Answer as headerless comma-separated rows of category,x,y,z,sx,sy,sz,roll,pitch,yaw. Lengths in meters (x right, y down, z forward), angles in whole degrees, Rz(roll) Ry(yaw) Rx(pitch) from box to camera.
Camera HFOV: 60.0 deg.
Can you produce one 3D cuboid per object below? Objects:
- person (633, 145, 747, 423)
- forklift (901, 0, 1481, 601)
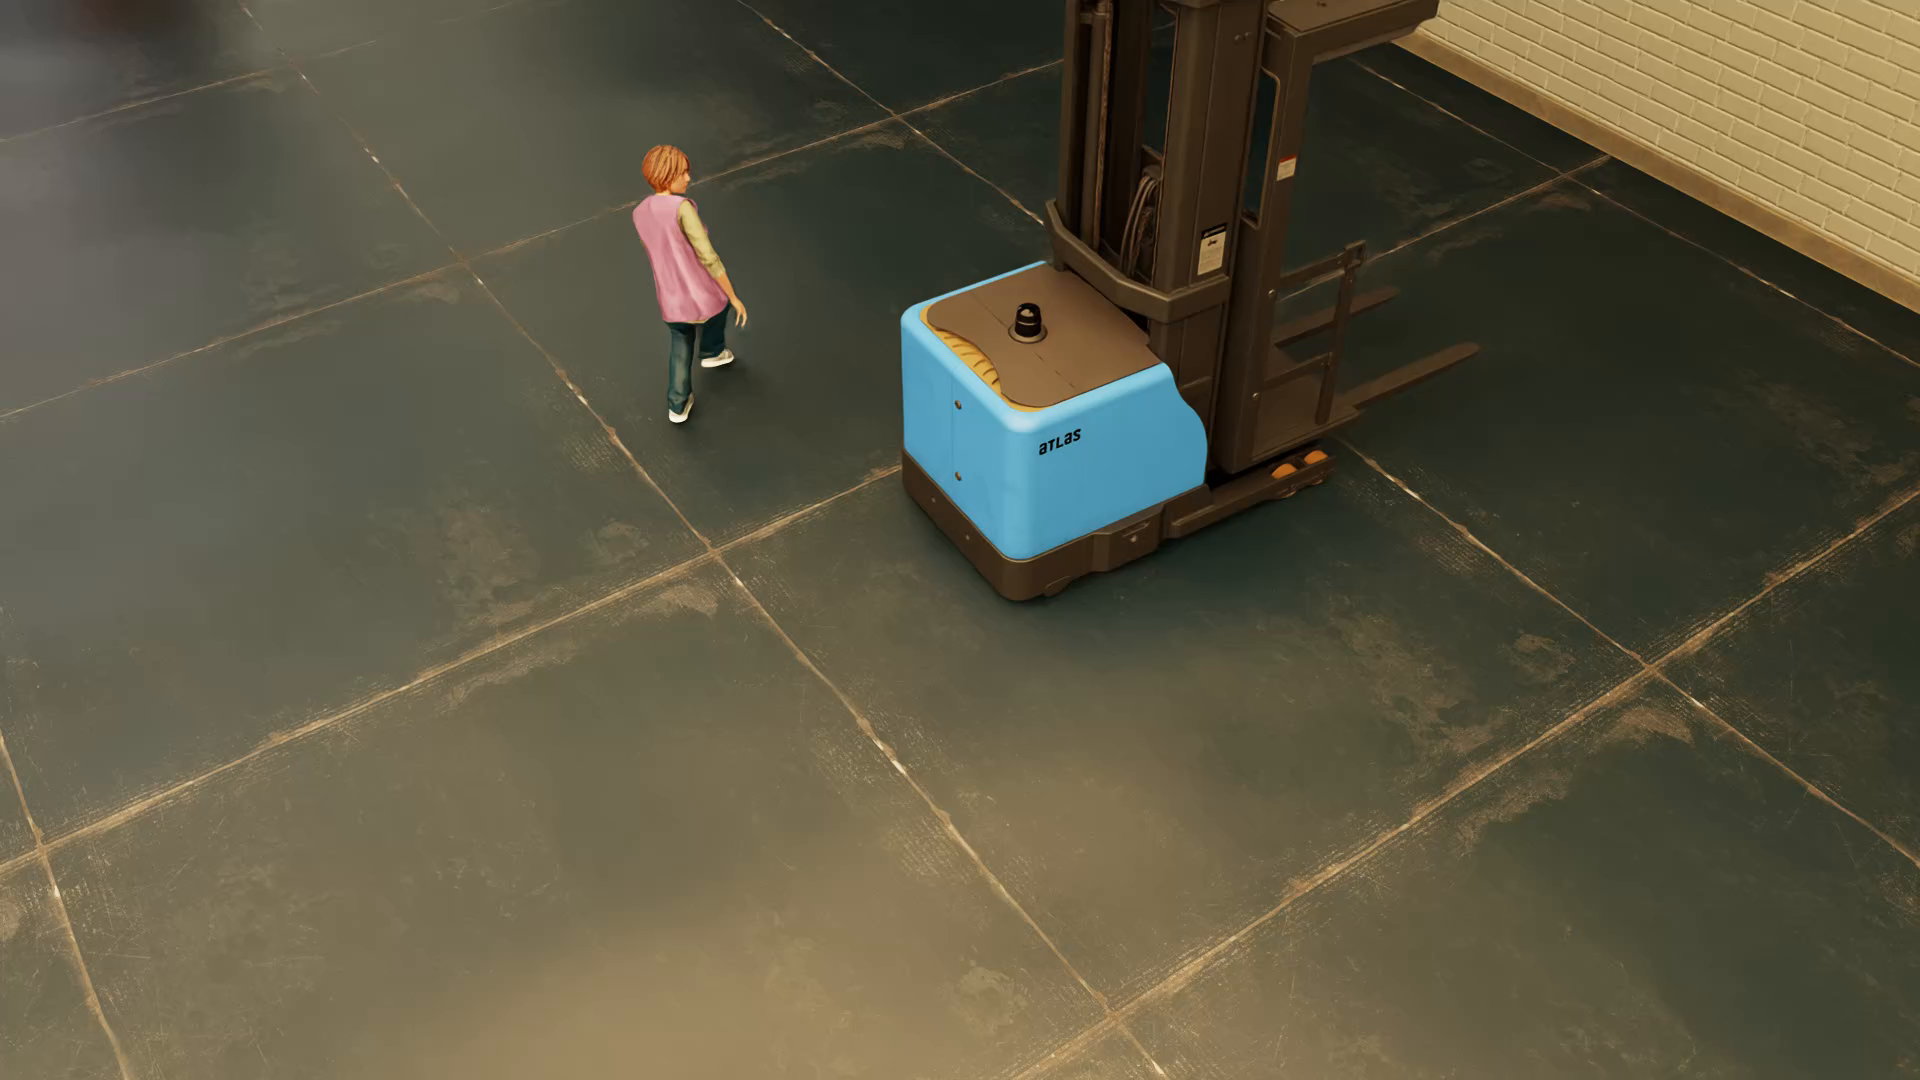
person,-1.268,-1.289,8.251,0.636,1.421,0.688,9,43,9
forklift,1.244,-1.566,7.414,3.031,2.935,1.130,-23,47,-23
